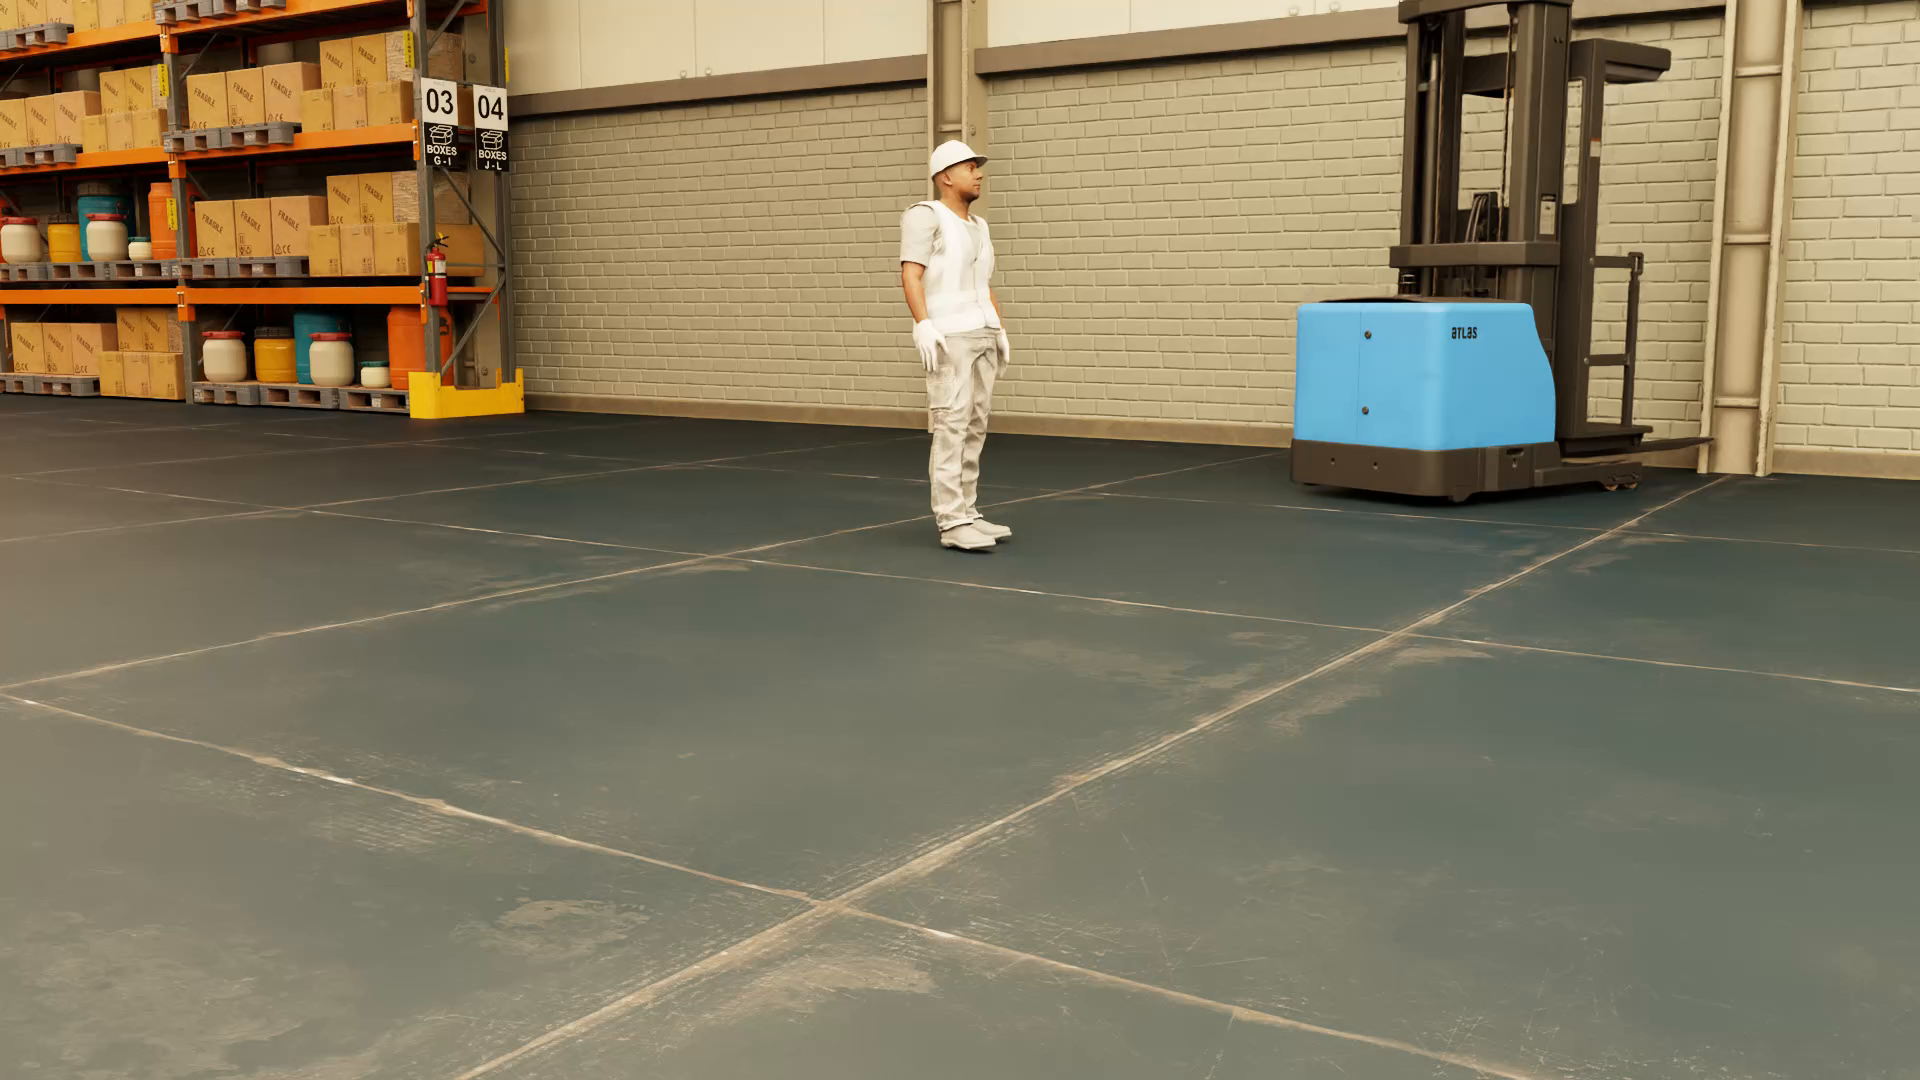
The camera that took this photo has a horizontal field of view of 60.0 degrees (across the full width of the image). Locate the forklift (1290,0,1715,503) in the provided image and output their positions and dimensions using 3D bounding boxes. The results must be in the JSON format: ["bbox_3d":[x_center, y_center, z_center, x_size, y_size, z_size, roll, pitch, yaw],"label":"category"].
[{"bbox_3d":[3.369,-1.786,9.753,3.031,2.935,1.130,-6,10,-36],"label":"forklift"}]

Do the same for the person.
[{"bbox_3d":[0.056,-0.883,7.431,0.575,1.784,0.656,5,10,34],"label":"person"}]
